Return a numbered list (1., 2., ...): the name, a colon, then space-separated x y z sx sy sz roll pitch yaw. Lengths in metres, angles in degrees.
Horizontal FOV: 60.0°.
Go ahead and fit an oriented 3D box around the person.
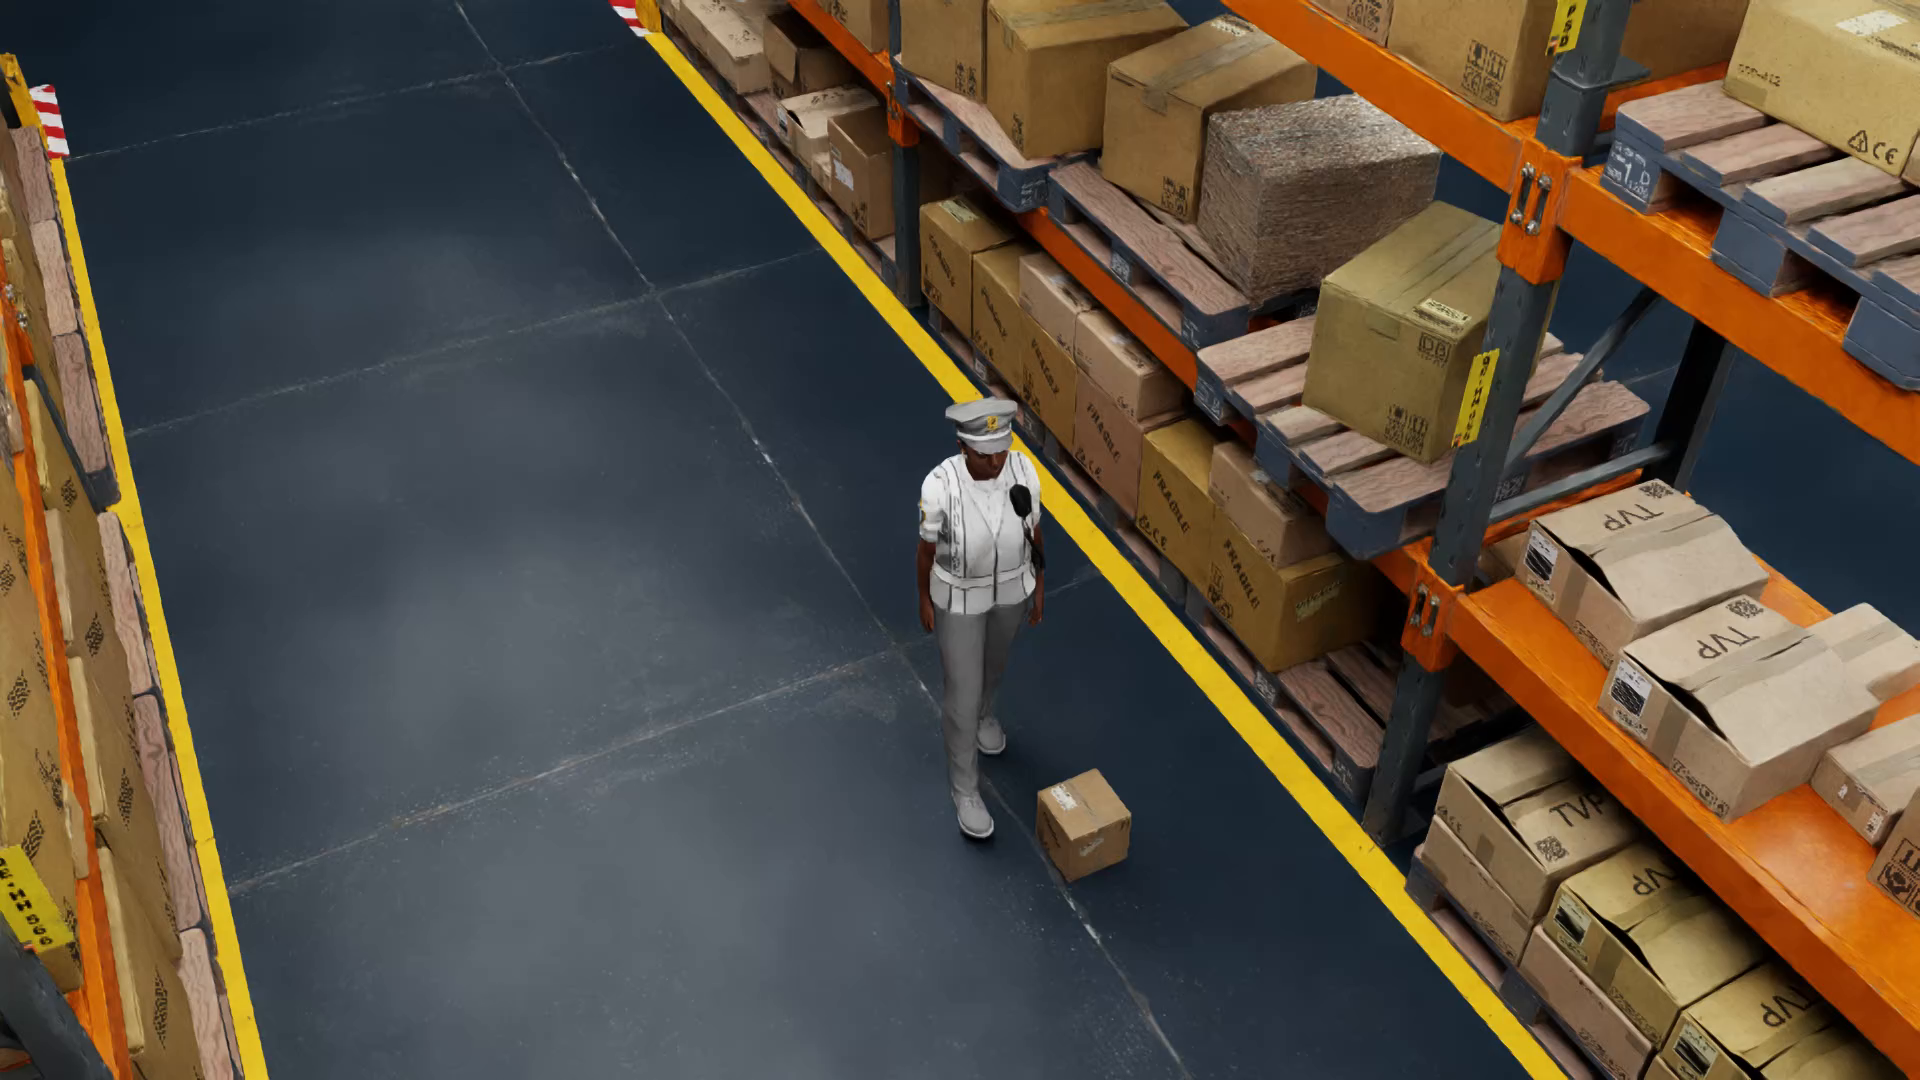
1. person: 0.123 0.251 5.849 0.455 1.681 0.683 -15 44 -16
